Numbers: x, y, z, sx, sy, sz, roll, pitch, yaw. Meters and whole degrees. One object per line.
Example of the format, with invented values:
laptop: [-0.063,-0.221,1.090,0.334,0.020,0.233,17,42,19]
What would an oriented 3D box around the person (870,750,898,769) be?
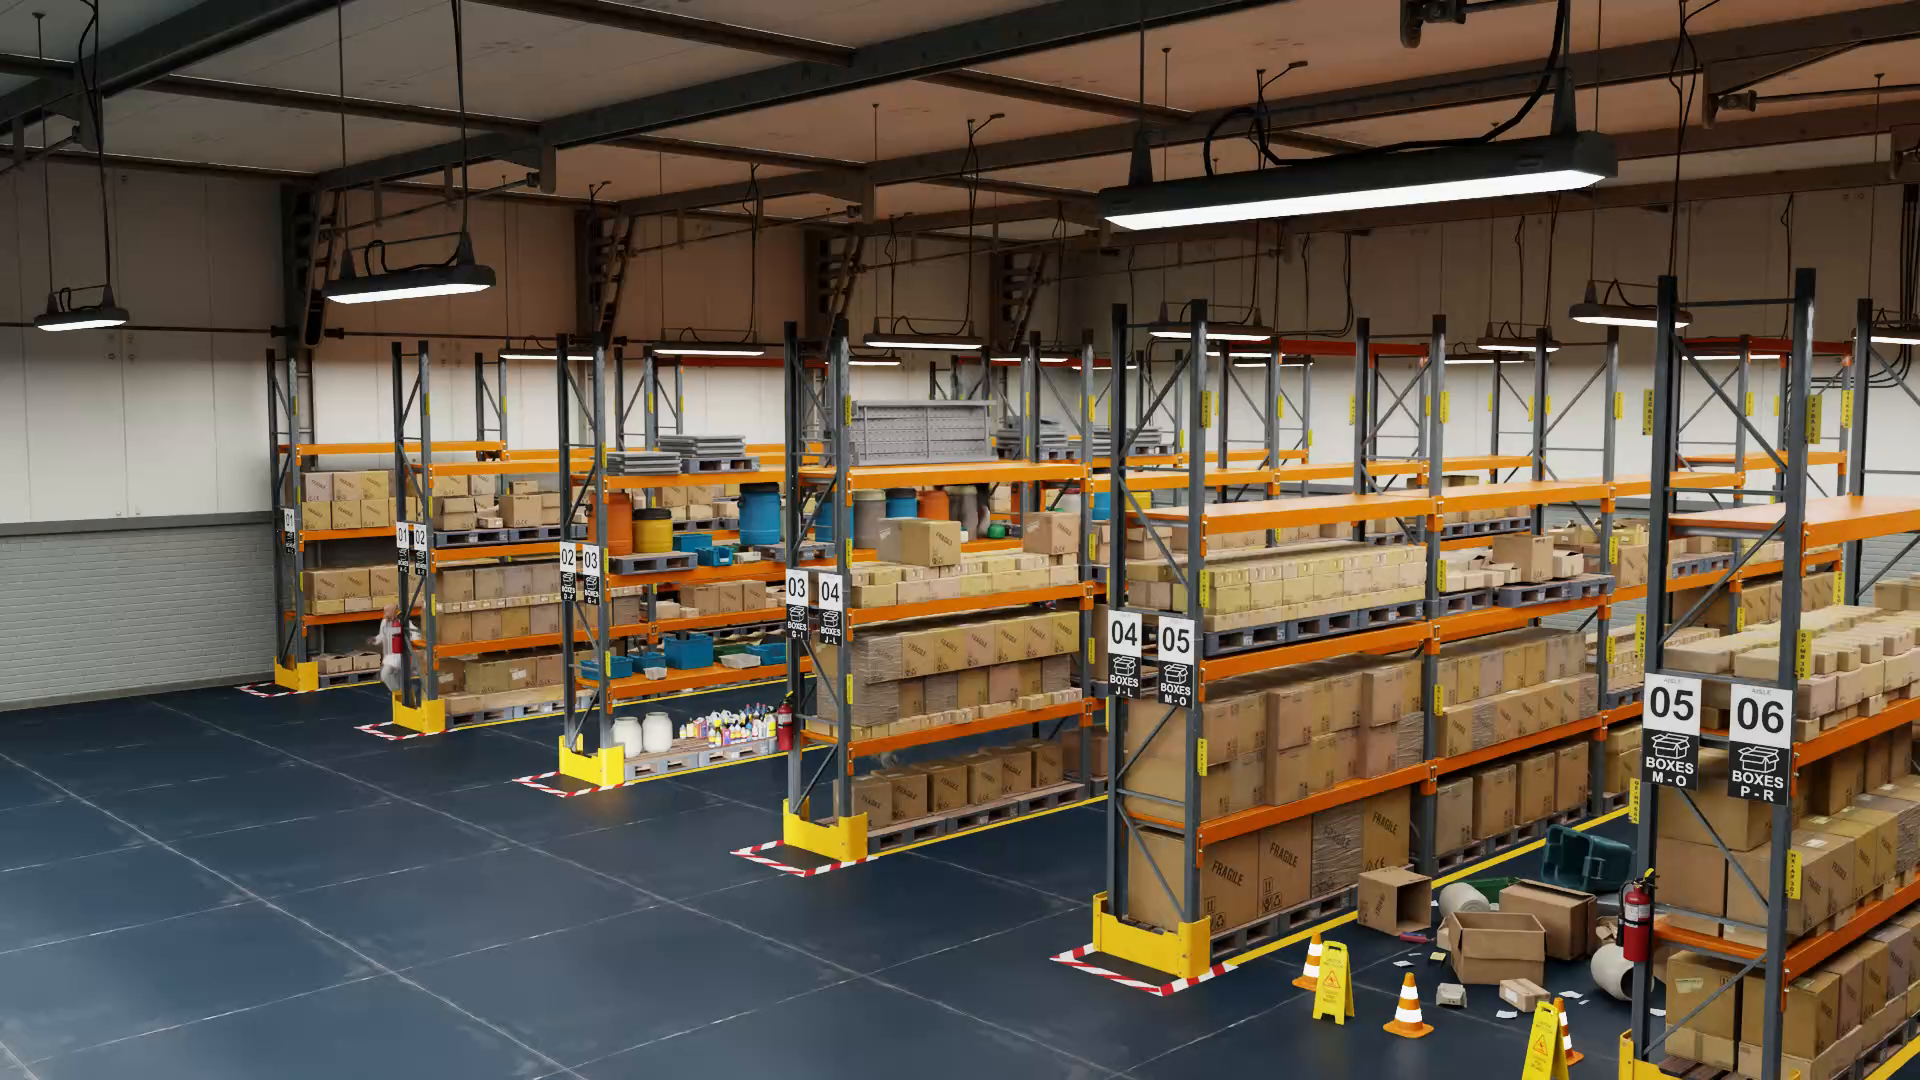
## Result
person: [-0.938,2.463,21.813,0.618,1.652,0.550,4,6,39]

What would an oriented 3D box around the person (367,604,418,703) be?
person: [-9.343,1.919,27.416,0.736,1.756,0.814,4,6,38]
